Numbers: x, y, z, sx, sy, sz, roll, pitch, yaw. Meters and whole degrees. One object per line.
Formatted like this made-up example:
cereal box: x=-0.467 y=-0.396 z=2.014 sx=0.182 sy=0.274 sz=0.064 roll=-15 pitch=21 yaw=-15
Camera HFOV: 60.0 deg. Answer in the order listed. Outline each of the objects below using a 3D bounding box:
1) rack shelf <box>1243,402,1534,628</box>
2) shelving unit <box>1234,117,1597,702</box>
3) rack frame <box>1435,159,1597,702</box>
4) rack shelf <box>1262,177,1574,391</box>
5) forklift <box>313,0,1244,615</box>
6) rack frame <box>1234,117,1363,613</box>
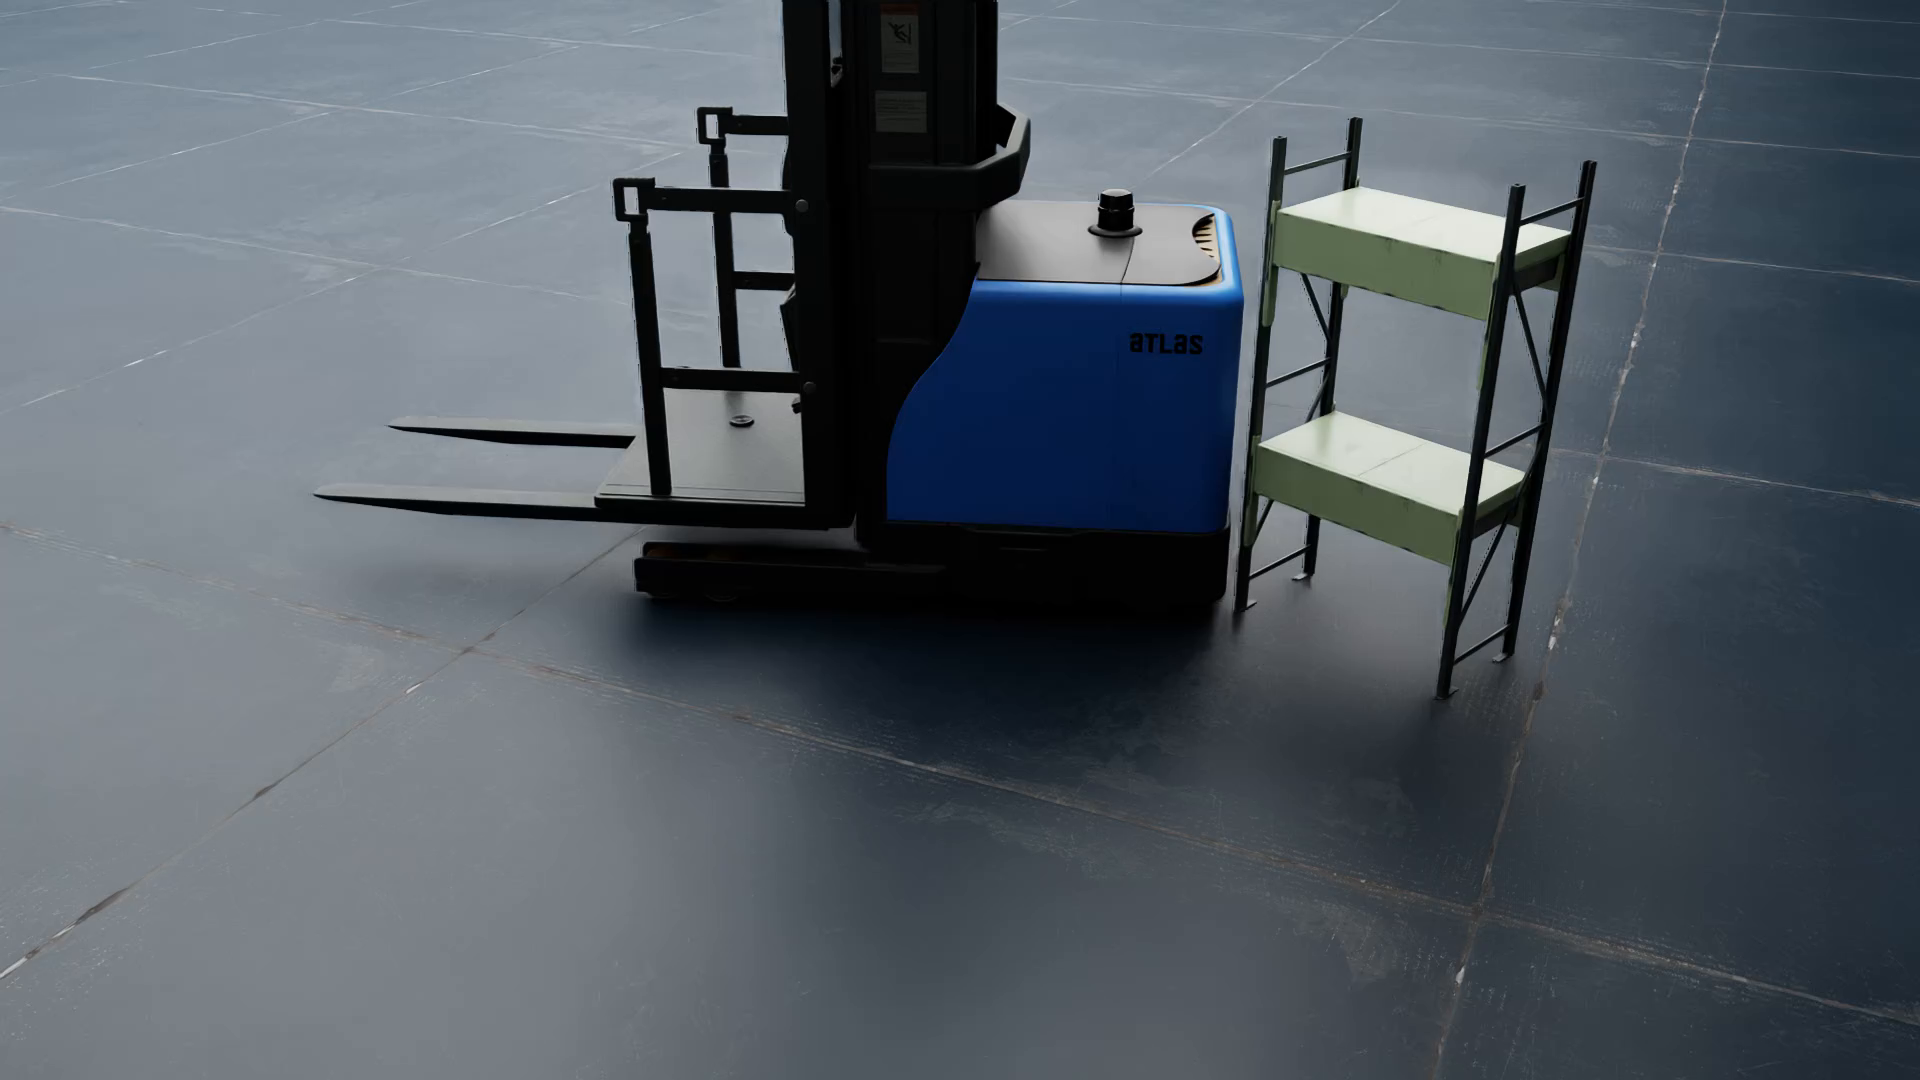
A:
rack shelf: x=1.277 y=-0.095 z=4.983 sx=0.431 sy=0.370 sz=0.720 roll=-23 pitch=34 yaw=-38
shelving unit: x=1.277 y=-0.388 z=4.839 sx=0.431 sy=1.500 sz=0.755 roll=-23 pitch=34 yaw=-38
rack frame: x=1.529 y=-0.270 z=4.601 sx=0.400 sy=1.500 sz=0.023 roll=-23 pitch=34 yaw=-38
rack shelf: x=1.277 y=-0.738 z=4.667 sx=0.431 sy=0.370 sz=0.720 roll=-23 pitch=34 yaw=-38
forklift: x=-0.624 y=-1.344 z=5.161 sx=3.031 sy=2.935 sz=1.130 roll=3 pitch=26 yaw=5
rack frame: x=1.026 y=-0.505 z=5.078 sx=0.400 sy=1.500 sz=0.023 roll=-23 pitch=34 yaw=-38
